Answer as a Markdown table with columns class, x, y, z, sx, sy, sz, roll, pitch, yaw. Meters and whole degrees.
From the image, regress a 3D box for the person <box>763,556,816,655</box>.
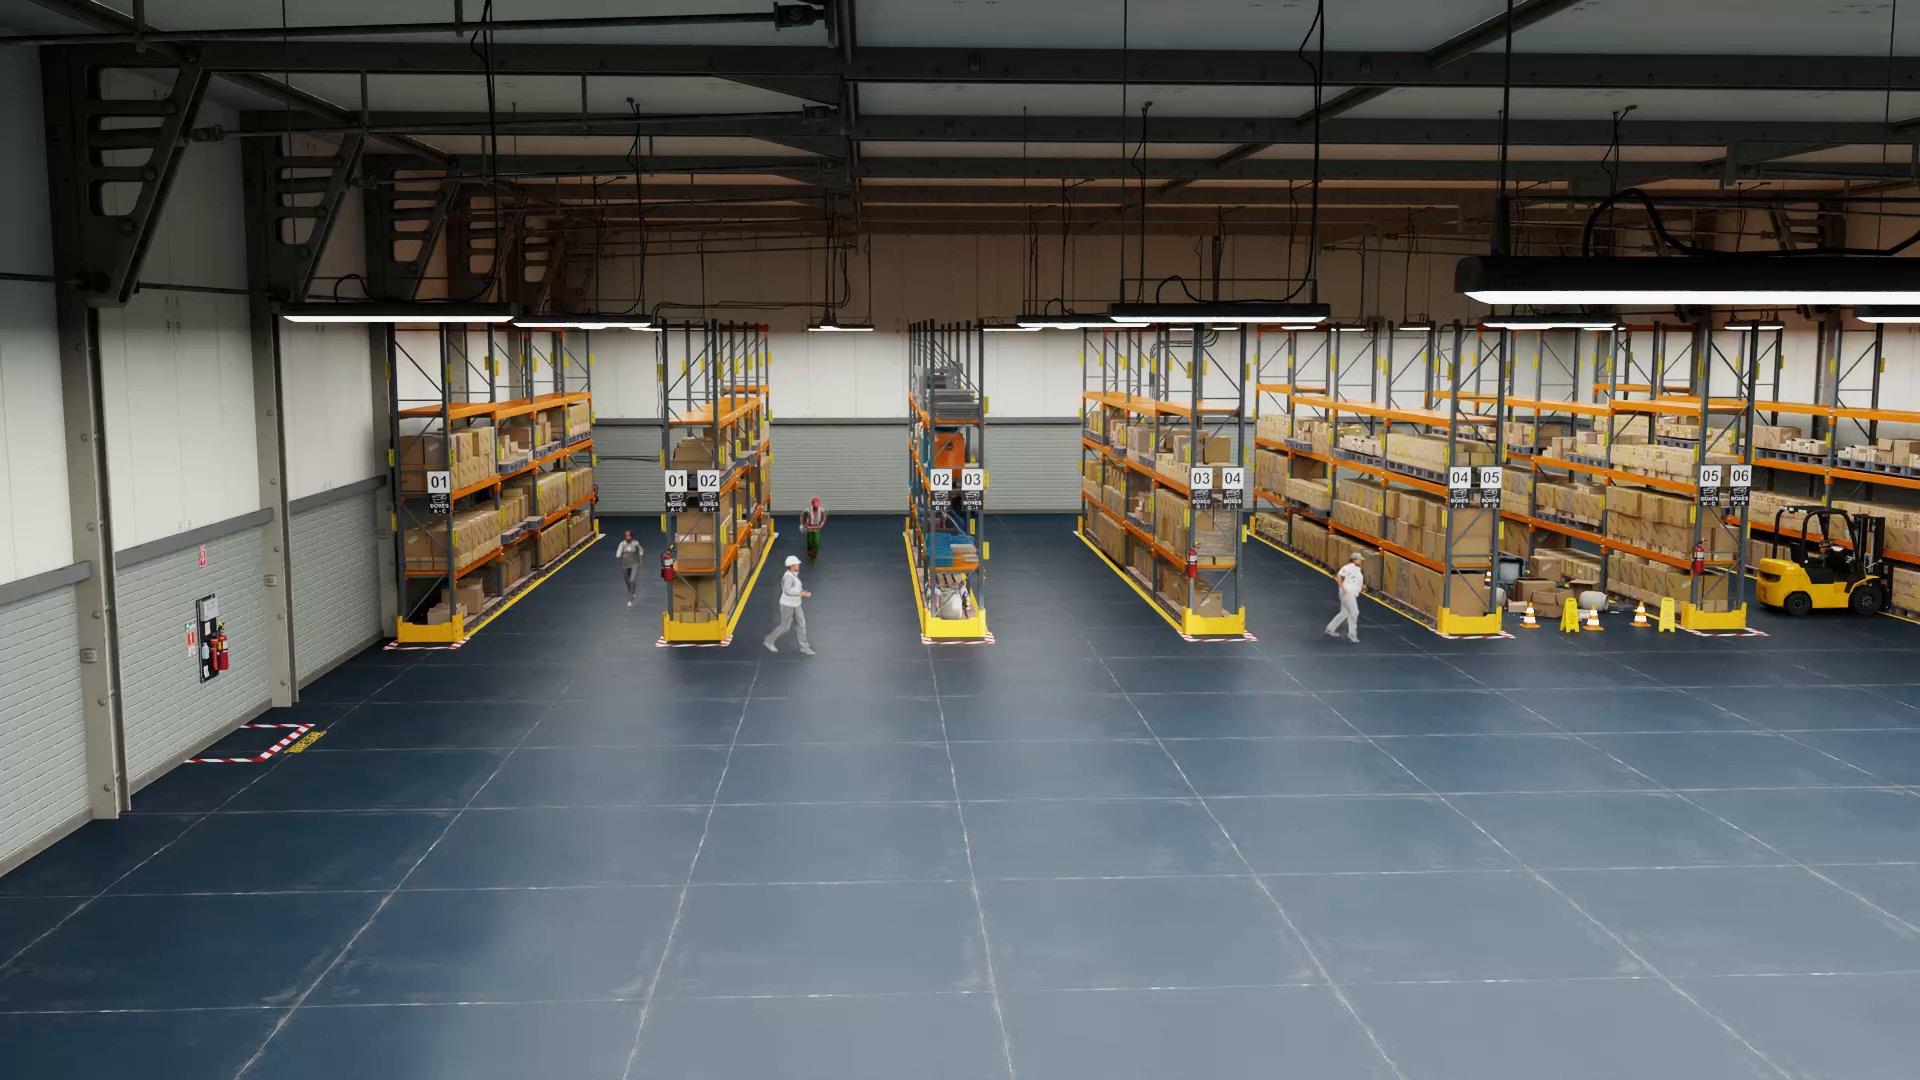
| class | x | y | z | sx | sy | sz | roll | pitch | yaw |
| --- | --- | --- | --- | --- | --- | --- | --- | --- | --- |
| person | -3.058 | 1.175 | 29.709 | 0.935 | 1.794 | 0.605 | 2 | 7 | 13 |

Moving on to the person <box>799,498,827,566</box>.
| class | x | y | z | sx | sy | sz | roll | pitch | yaw |
| --- | --- | --- | --- | --- | --- | --- | --- | --- | --- |
| person | -3.653 | -0.219 | 41.422 | 0.657 | 1.710 | 0.768 | -3 | 8 | -22 |

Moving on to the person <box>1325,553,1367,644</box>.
| class | x | y | z | sx | sy | sz | roll | pitch | yaw |
| --- | --- | --- | --- | --- | --- | --- | --- | --- | --- |
| person | 7.300 | 1.064 | 31.340 | 0.749 | 1.647 | 0.751 | 4 | 8 | 32 |

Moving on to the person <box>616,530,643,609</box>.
| class | x | y | z | sx | sy | sz | roll | pitch | yaw |
| --- | --- | --- | --- | --- | --- | --- | --- | --- | --- |
| person | -6.944 | 0.586 | 35.011 | 0.498 | 1.609 | 0.861 | 0 | 7 | 0 |
